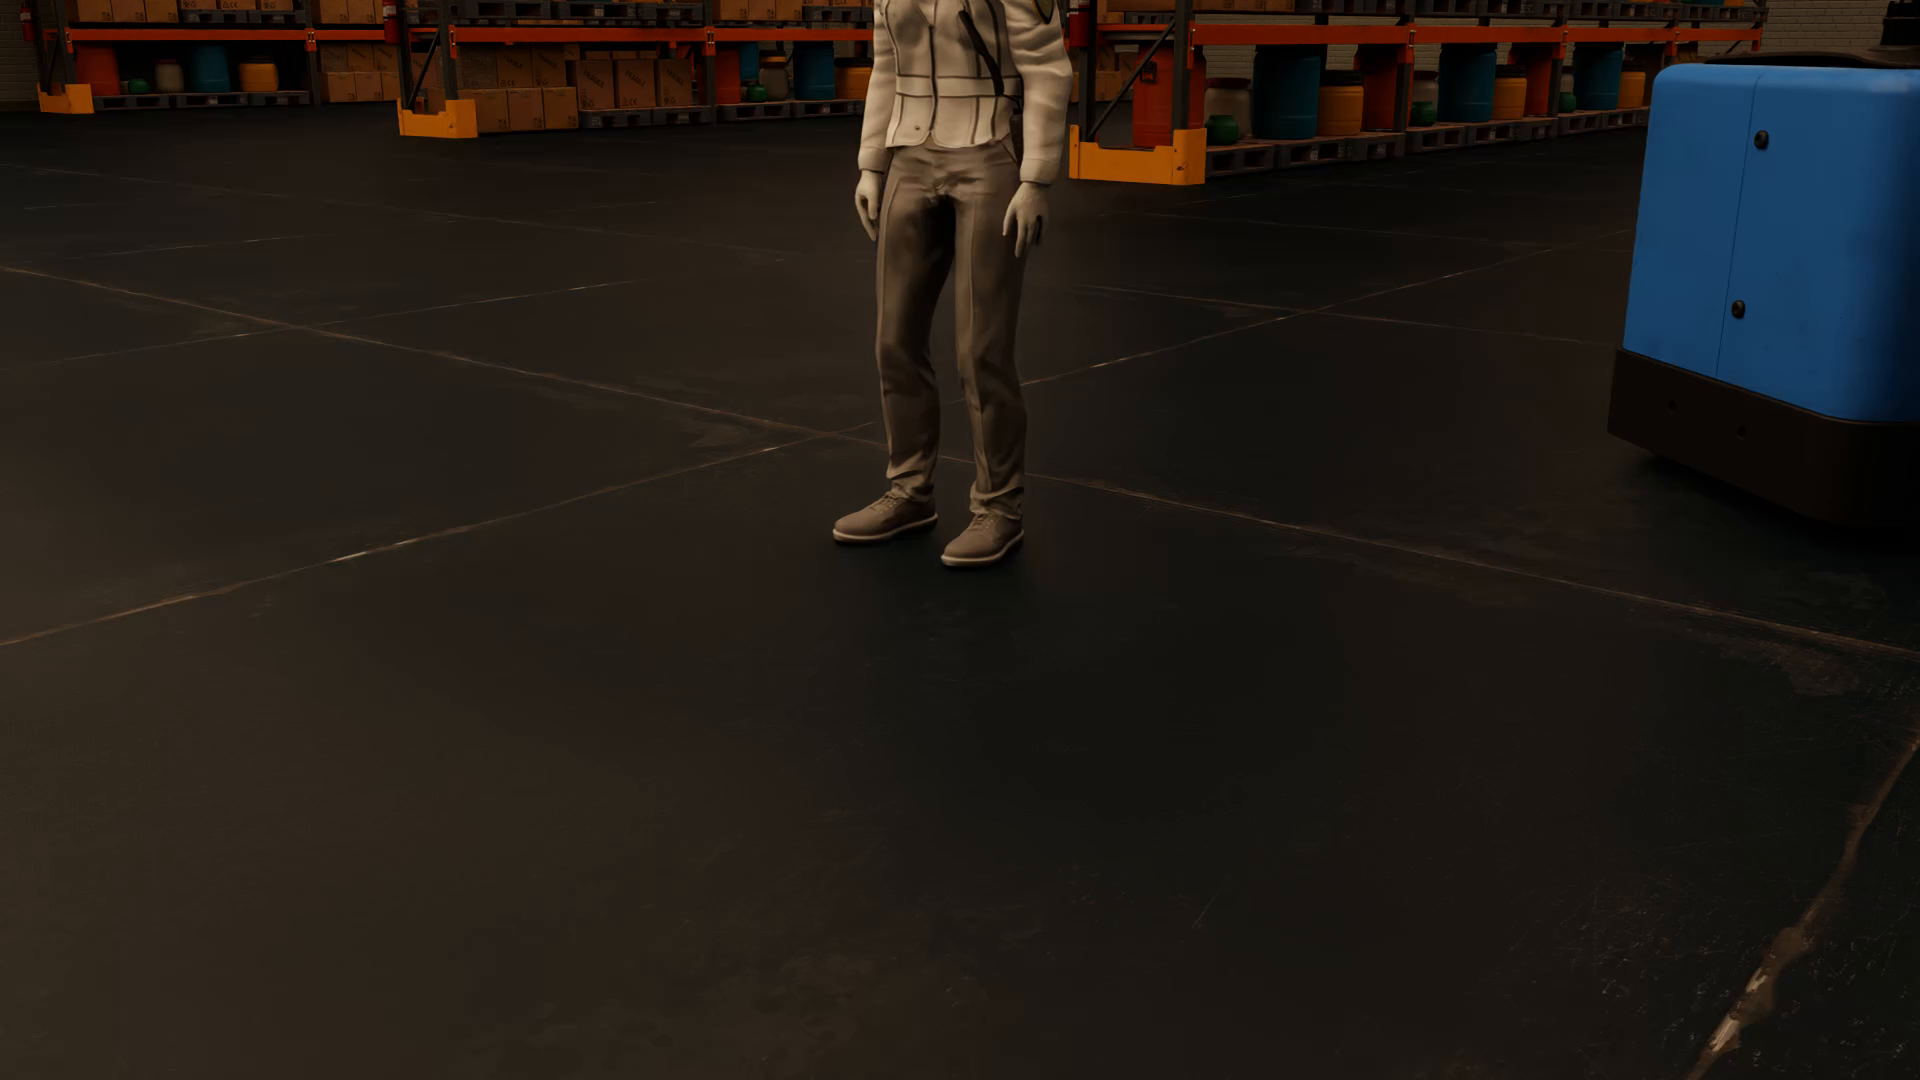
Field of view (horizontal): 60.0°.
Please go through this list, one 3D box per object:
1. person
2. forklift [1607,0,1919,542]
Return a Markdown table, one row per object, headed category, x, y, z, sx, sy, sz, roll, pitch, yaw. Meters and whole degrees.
| category | x | y | z | sx | sy | sz | roll | pitch | yaw |
| --- | --- | --- | --- | --- | --- | --- | --- | --- | --- |
| person | -0.011 | -0.786 | 3.673 | 0.529 | 1.663 | 0.372 | 13 | 21 | 36 |
| forklift | 3.392 | -1.581 | 4.103 | 3.031 | 2.935 | 1.130 | -3 | 17 | -9 |
